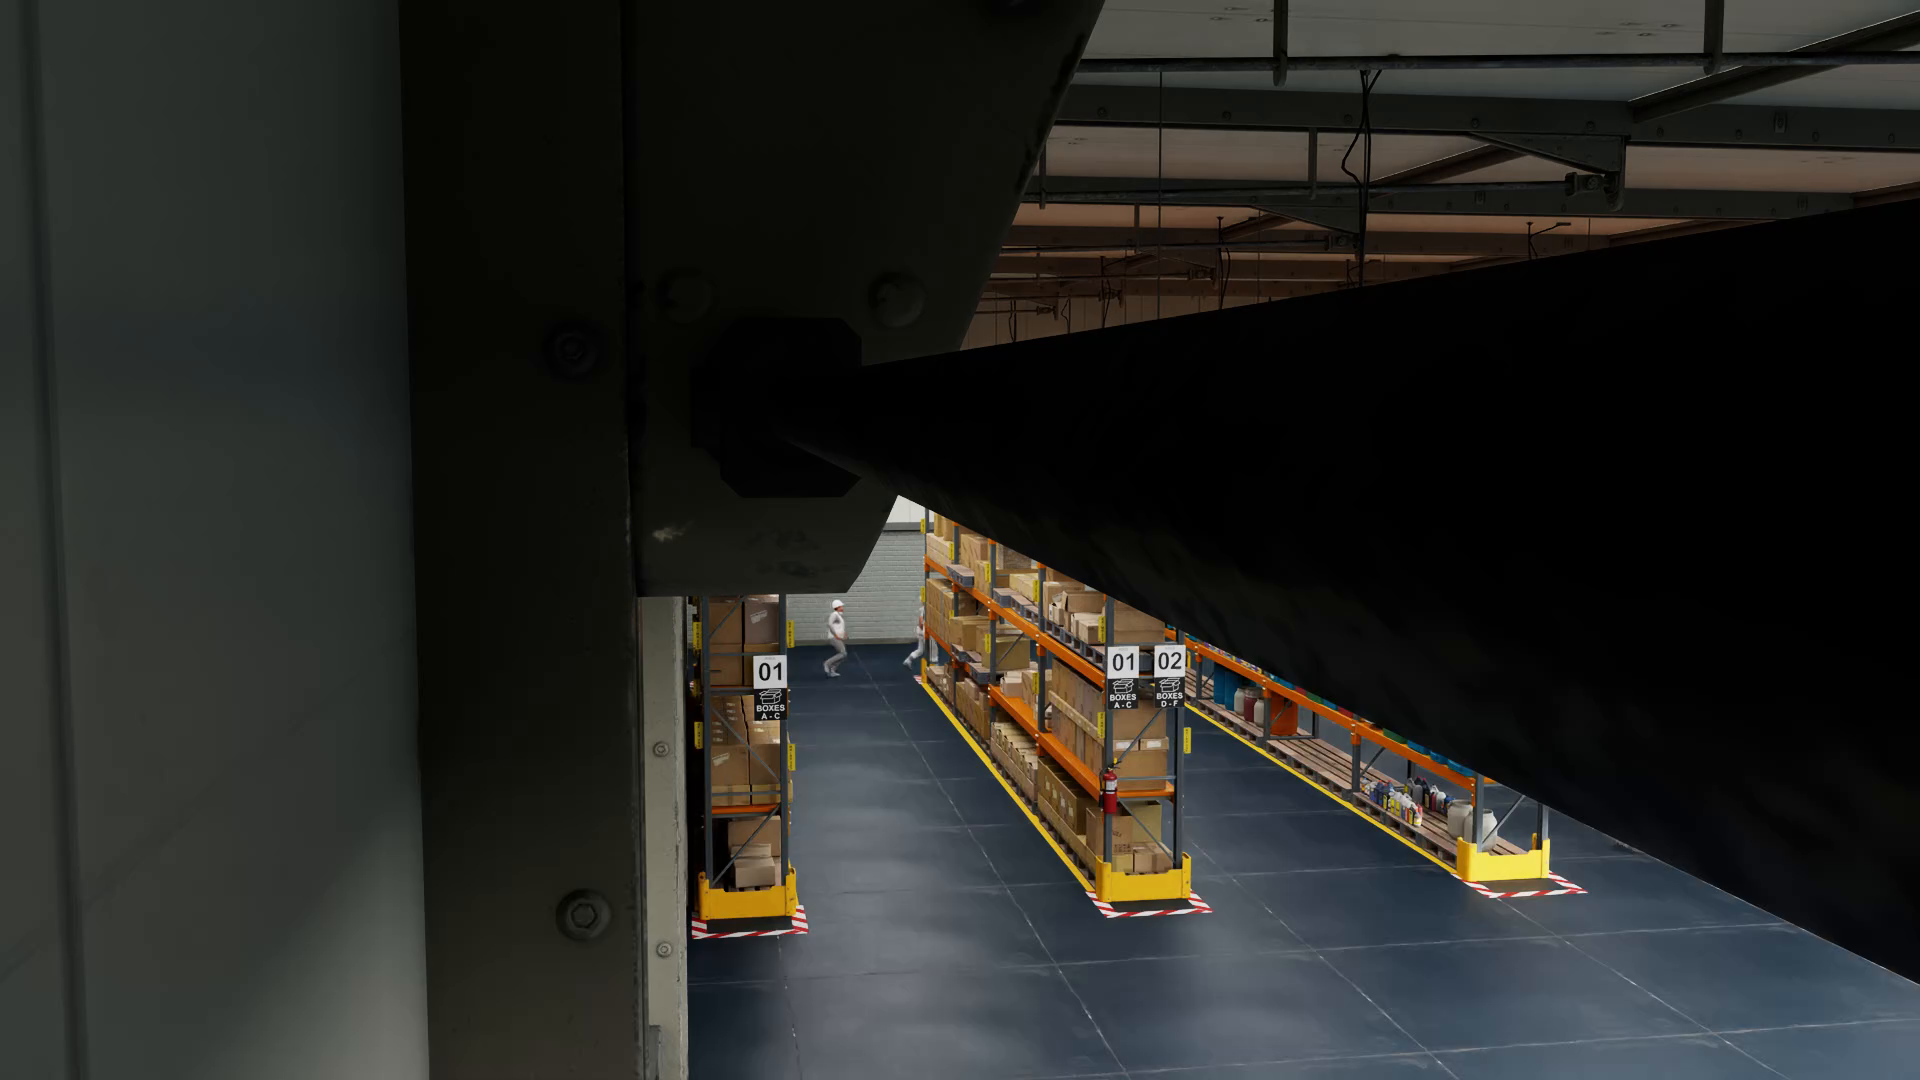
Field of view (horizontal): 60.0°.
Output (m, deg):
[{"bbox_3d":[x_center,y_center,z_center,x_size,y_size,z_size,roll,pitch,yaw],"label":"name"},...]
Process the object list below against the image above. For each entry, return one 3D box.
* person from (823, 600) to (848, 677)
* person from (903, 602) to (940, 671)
[{"bbox_3d":[-2.799,2.198,37.392,0.540,1.679,0.748,0,5,0],"label":"person"},{"bbox_3d":[-0.811,2.134,37.517,1.010,1.777,0.665,-2,5,-21],"label":"person"}]
